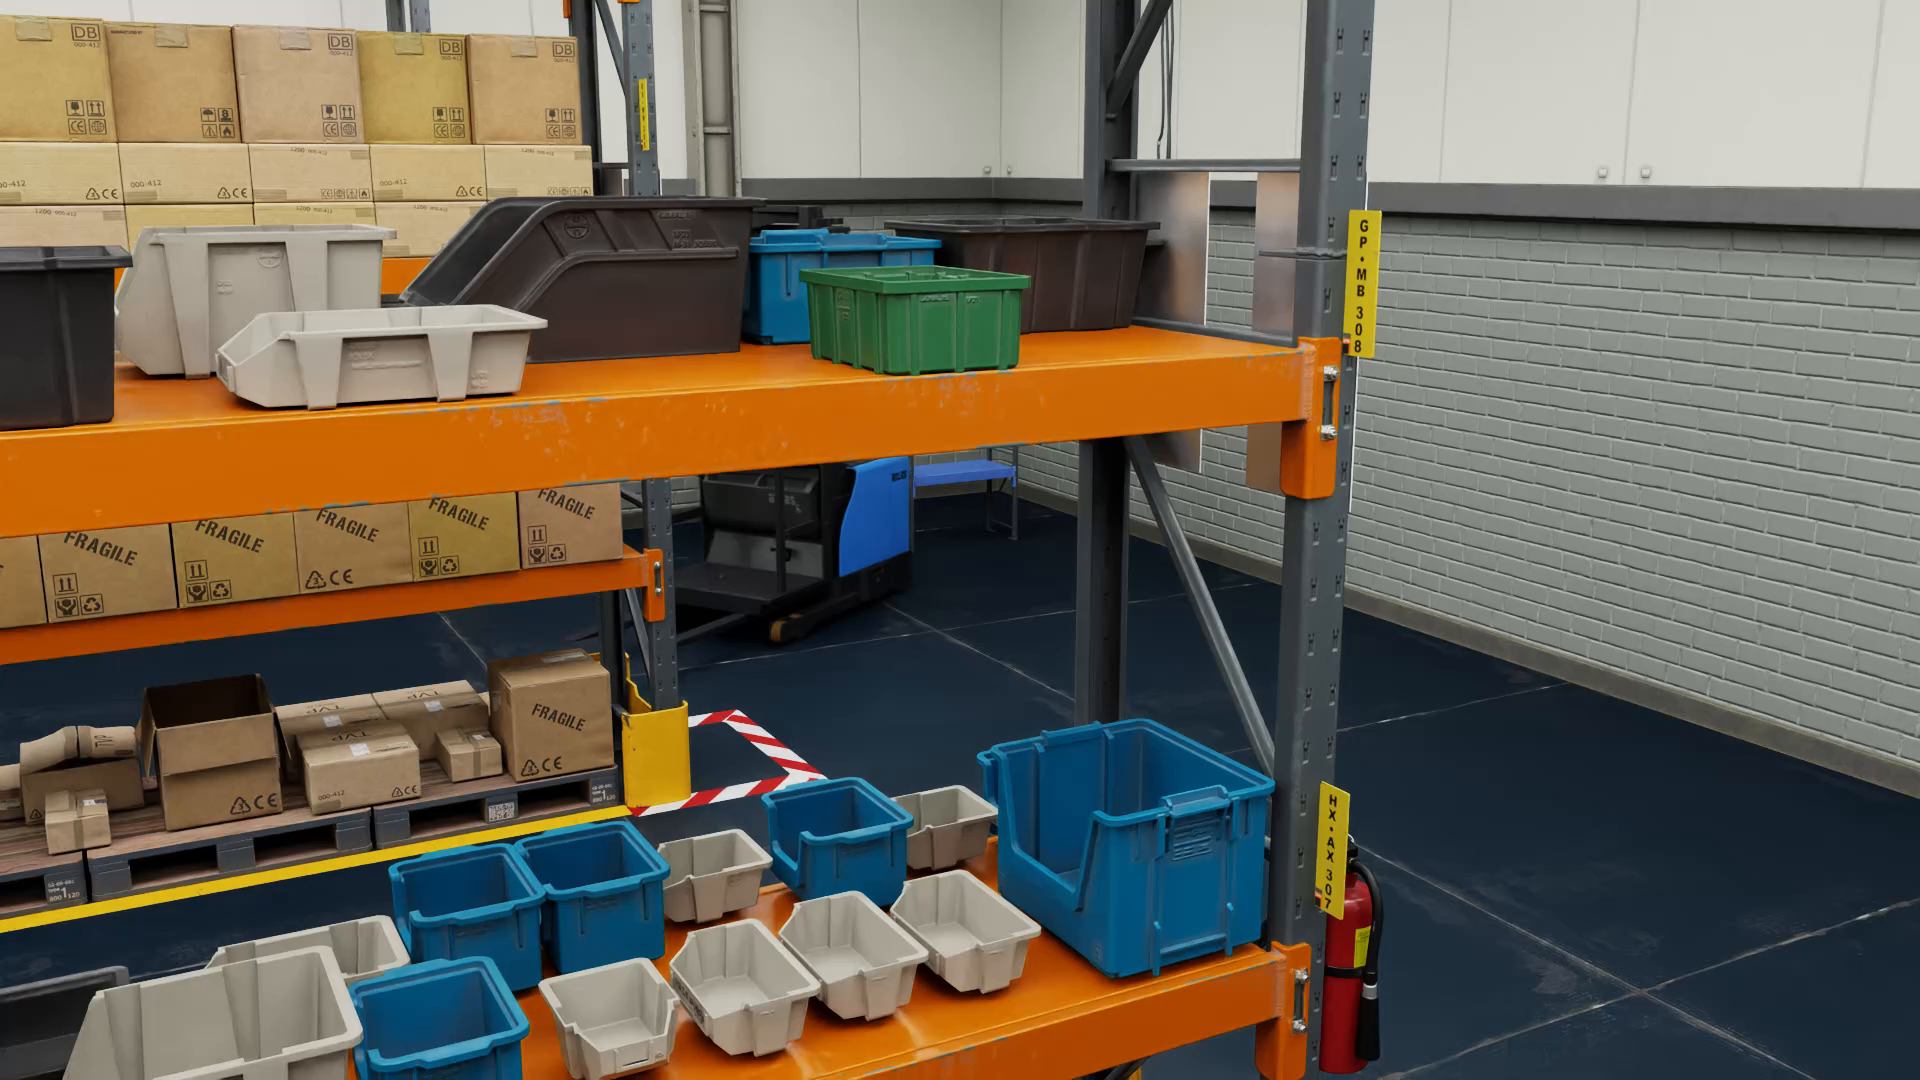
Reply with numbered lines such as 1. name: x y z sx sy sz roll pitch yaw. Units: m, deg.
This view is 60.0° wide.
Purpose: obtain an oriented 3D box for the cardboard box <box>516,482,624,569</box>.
1. cardboard box: -2.006 -0.173 8.318 0.500 0.500 0.500 -6 14 -26

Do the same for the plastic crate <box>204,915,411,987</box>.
1. plastic crate: -1.499 1.010 3.752 0.466 0.136 0.293 -7 14 -28

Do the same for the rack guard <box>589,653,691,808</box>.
1. rack guard: -1.810 1.004 9.010 0.348 0.500 1.175 -7 14 -28

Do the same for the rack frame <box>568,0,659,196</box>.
1. rack frame: -1.743 -3.151 8.113 0.127 3.000 1.000 -7 14 -28

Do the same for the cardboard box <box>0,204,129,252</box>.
1. cardboard box: -3.828 -1.301 7.067 0.500 0.250 0.500 -7 14 -28

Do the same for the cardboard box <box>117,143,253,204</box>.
1. cardboard box: -3.387 -1.596 7.241 0.500 0.250 0.500 -7 14 -28

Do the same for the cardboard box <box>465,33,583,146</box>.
1. cardboard box: -2.186 -2.167 8.067 0.500 0.500 0.700 -7 14 -28

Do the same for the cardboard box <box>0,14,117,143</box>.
1. cardboard box: -3.903 -1.940 7.063 0.500 0.500 0.700 -7 14 -28

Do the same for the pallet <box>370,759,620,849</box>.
1. pallet: -2.509 1.229 8.669 1.213 0.211 1.003 -7 14 -28

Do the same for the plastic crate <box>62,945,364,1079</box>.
1. plastic crate: -1.455 1.055 3.221 0.530 0.282 0.437 -7 14 -28

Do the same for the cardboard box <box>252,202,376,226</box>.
1. cardboard box: -2.944 -1.403 7.523 0.500 0.250 0.500 -7 14 -28

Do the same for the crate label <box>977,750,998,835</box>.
1. crate label: 0.253 0.746 4.706 0.303 0.233 0.416 -7 14 -28

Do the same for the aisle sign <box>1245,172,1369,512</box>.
1. aisle sign: 0.831 -0.488 4.025 0.004 0.787 0.394 -7 14 -28

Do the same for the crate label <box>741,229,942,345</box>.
1. crate label: -0.337 -0.625 4.060 0.502 0.251 0.408 -7 14 -28

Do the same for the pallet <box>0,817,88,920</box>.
1. pallet: -4.651 1.486 7.528 1.213 0.211 1.003 -7 14 -28

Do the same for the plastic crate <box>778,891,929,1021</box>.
1. plastic crate: -0.263 0.979 3.891 0.243 0.136 0.396 -7 14 -28

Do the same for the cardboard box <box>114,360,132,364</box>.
1. cardboard box: -4.043 -0.550 7.716 0.500 0.500 0.500 -7 14 -27

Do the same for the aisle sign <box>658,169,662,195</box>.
1. aisle sign: -1.536 -1.440 8.256 0.004 0.787 0.394 -7 14 -28

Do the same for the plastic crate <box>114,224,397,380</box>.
1. plastic crate: -1.466 -0.501 3.440 0.530 0.282 0.437 -7 14 -28

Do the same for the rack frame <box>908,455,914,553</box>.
1. rack frame: -0.521 -0.669 14.167 0.032 1.500 0.500 -7 14 -28

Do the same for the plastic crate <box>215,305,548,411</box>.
1. plastic crate: -1.068 -0.338 3.049 0.530 0.136 0.437 -7 14 -28

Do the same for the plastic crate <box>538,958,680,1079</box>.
1. plastic crate: -0.747 1.048 3.586 0.250 0.136 0.298 -7 14 -28

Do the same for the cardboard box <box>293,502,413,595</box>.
1. cardboard box: -2.900 -0.066 7.844 0.500 0.500 0.500 -7 14 -27

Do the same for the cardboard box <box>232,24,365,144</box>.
1. cardboard box: -3.053 -2.057 7.580 0.500 0.500 0.700 -7 14 -28

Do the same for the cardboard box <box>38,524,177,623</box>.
1. cardboard box: -3.788 0.041 7.369 0.500 0.500 0.500 -7 14 -28

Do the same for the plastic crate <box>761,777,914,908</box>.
1. plastic crate: -0.325 0.815 4.399 0.300 0.233 0.416 -7 14 -28

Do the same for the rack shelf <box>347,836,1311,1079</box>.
1. rack shelf: -1.128 1.293 3.672 4.000 0.370 1.077 -7 14 -28

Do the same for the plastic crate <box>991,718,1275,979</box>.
1. plastic crate: 0.423 0.756 4.201 0.499 0.435 0.616 -7 14 -28

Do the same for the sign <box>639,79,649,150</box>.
1. sign: -1.495 -2.010 7.860 0.005 0.325 0.100 -7 14 -28

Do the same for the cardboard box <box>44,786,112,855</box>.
1. cardboard box: -4.027 1.269 7.588 0.250 0.166 0.380 -7 14 -28

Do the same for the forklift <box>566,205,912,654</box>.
1. forklift: -1.527 -0.826 11.603 1.130 2.935 3.031 7 14 28

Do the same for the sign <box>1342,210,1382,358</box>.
1. sign: 0.905 -0.577 3.747 0.005 0.325 0.100 -7 14 -28

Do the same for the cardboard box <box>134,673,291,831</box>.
1. cardboard box: -3.607 1.002 8.010 0.637 0.503 0.797 -7 14 -28

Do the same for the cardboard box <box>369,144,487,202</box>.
1. cardboard box: -2.510 -1.702 7.711 0.500 0.250 0.500 -7 14 -28

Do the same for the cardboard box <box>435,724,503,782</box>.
1. cardboard box: -2.501 1.074 8.457 0.250 0.166 0.380 -7 14 -28

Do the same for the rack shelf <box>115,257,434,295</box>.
1. rack shelf: -3.498 -1.126 7.586 4.000 0.370 1.077 -7 14 -28

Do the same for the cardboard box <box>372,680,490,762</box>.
1. cardboard box: -2.795 0.958 8.780 0.500 0.250 0.500 -7 14 -28

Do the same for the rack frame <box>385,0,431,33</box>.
1. rack frame: -4.120 -4.105 12.353 0.127 3.000 1.000 -7 14 -28

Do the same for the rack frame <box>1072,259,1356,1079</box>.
1. rack frame: 0.627 0.731 4.528 0.127 3.000 1.000 -7 14 -28

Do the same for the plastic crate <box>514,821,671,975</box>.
1. plastic crate: -0.903 0.885 4.091 0.300 0.233 0.416 -7 14 -28

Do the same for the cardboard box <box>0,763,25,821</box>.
1. cardboard box: -4.589 1.208 7.902 0.250 0.149 0.380 -7 14 -28

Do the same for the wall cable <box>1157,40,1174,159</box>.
1. wall cable: 1.016 -3.116 15.032 0.112 2.526 3.097 -7 14 -28

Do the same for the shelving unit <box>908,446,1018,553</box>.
1. shelving unit: -0.075 -0.723 14.405 1.048 1.500 0.538 -7 14 -28
